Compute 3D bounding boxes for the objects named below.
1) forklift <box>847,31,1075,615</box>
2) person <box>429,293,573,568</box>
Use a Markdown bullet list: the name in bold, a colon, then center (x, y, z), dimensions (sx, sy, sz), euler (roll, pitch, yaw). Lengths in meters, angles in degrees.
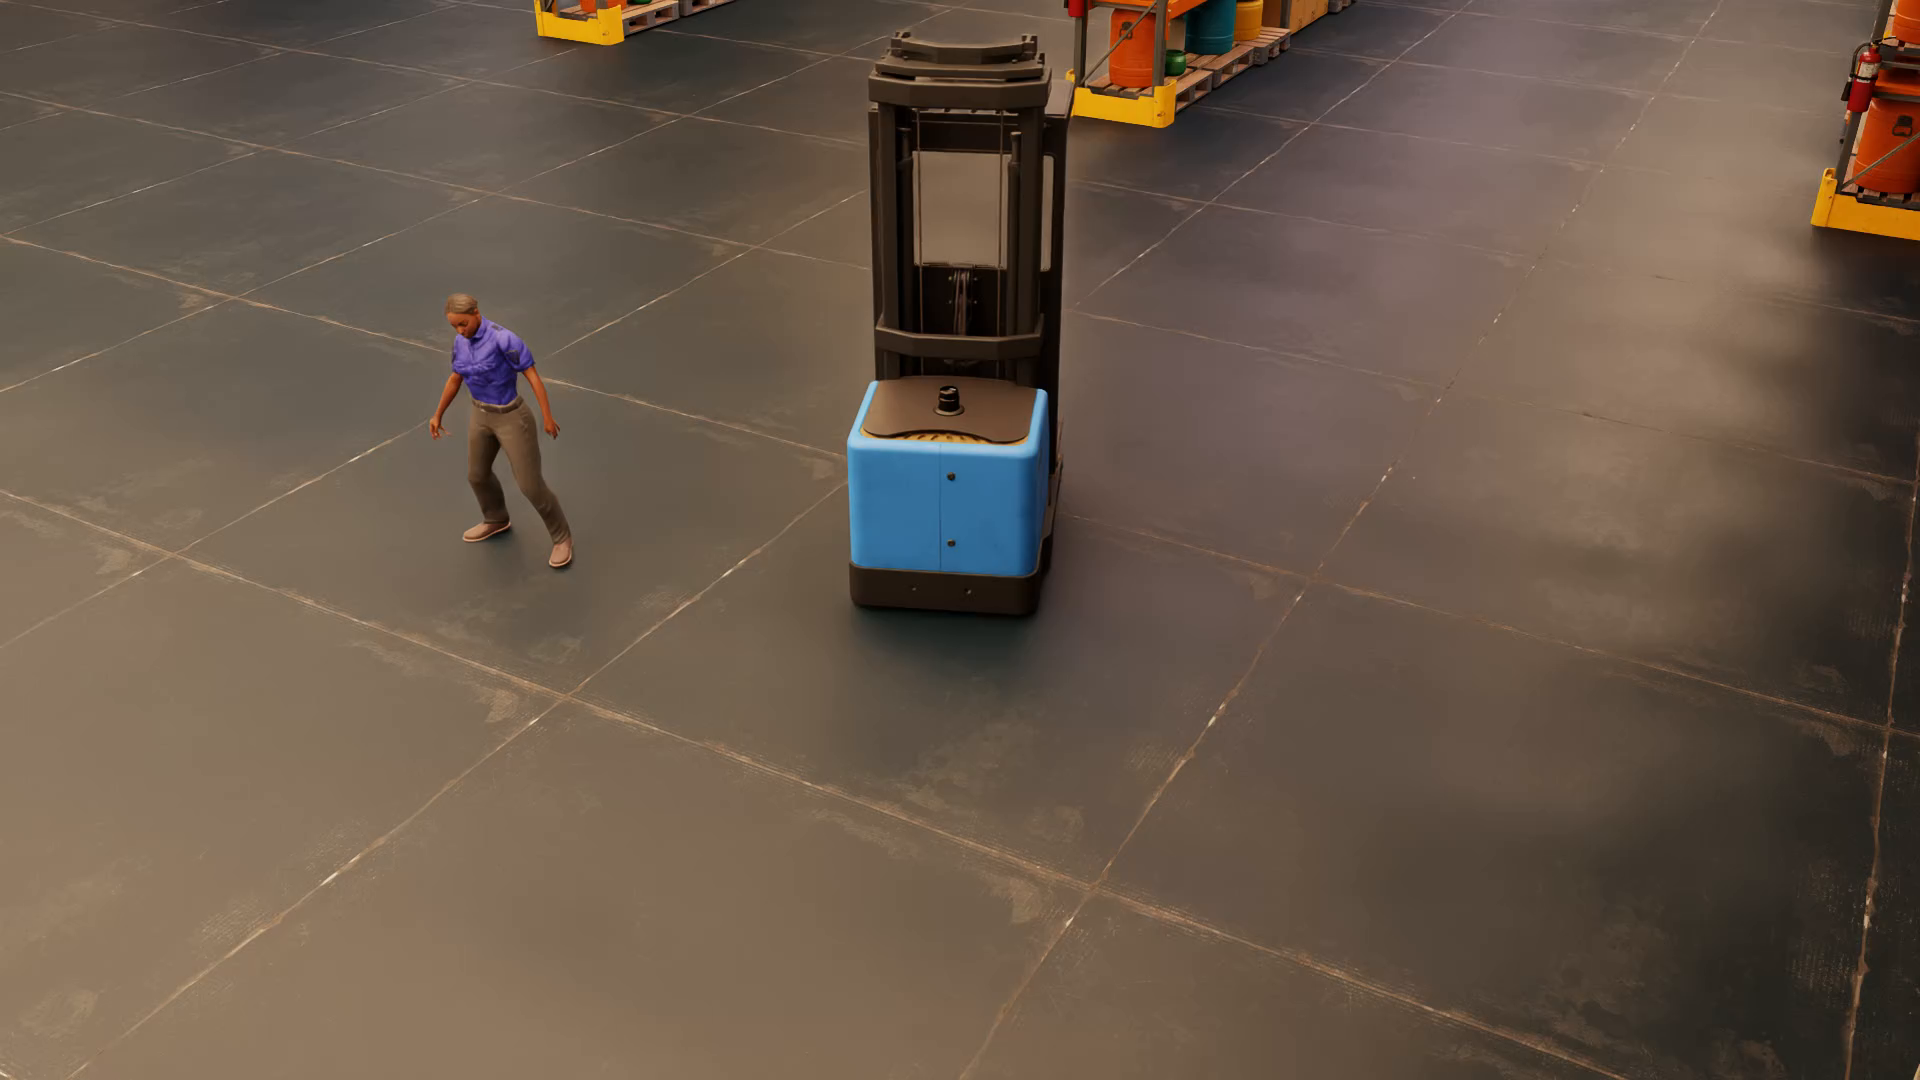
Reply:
- **forklift**: center (0.072, -1.572, 9.794), dimensions (1.130, 2.935, 3.031), euler (3, 30, 6)
- **person**: center (-2.646, -0.664, 9.554), dimensions (0.834, 1.612, 0.337), euler (14, 33, 23)
